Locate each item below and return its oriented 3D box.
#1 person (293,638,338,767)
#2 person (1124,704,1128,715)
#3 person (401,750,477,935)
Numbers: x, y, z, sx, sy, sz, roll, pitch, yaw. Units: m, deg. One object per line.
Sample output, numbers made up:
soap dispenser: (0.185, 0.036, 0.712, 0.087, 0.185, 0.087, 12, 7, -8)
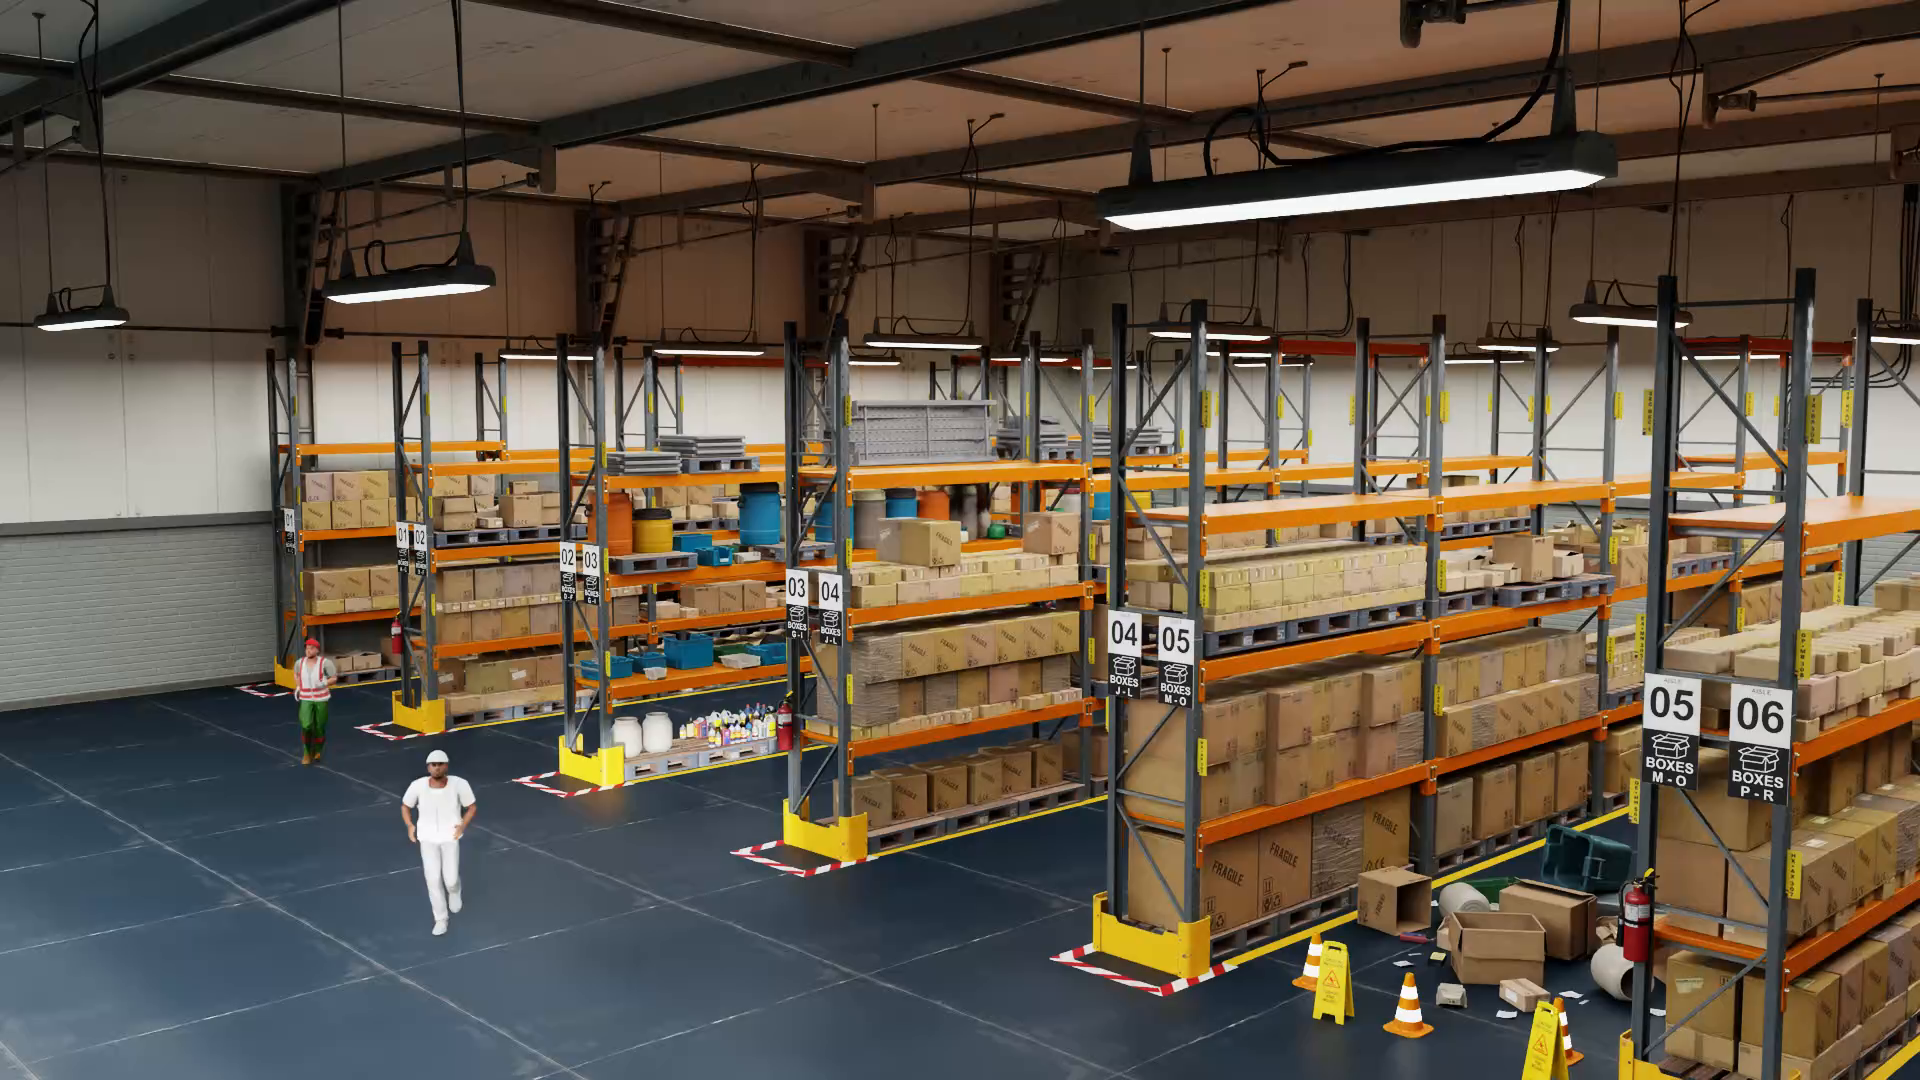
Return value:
person: (-9.033, 2.275, 23.280, 0.619, 1.809, 0.713, -1, 5, -13)
person: (2.482, 1.860, 25.394, 0.683, 1.678, 0.602, -4, 7, -41)
person: (-5.073, 2.898, 16.195, 0.708, 1.746, 0.714, -1, 5, -12)
